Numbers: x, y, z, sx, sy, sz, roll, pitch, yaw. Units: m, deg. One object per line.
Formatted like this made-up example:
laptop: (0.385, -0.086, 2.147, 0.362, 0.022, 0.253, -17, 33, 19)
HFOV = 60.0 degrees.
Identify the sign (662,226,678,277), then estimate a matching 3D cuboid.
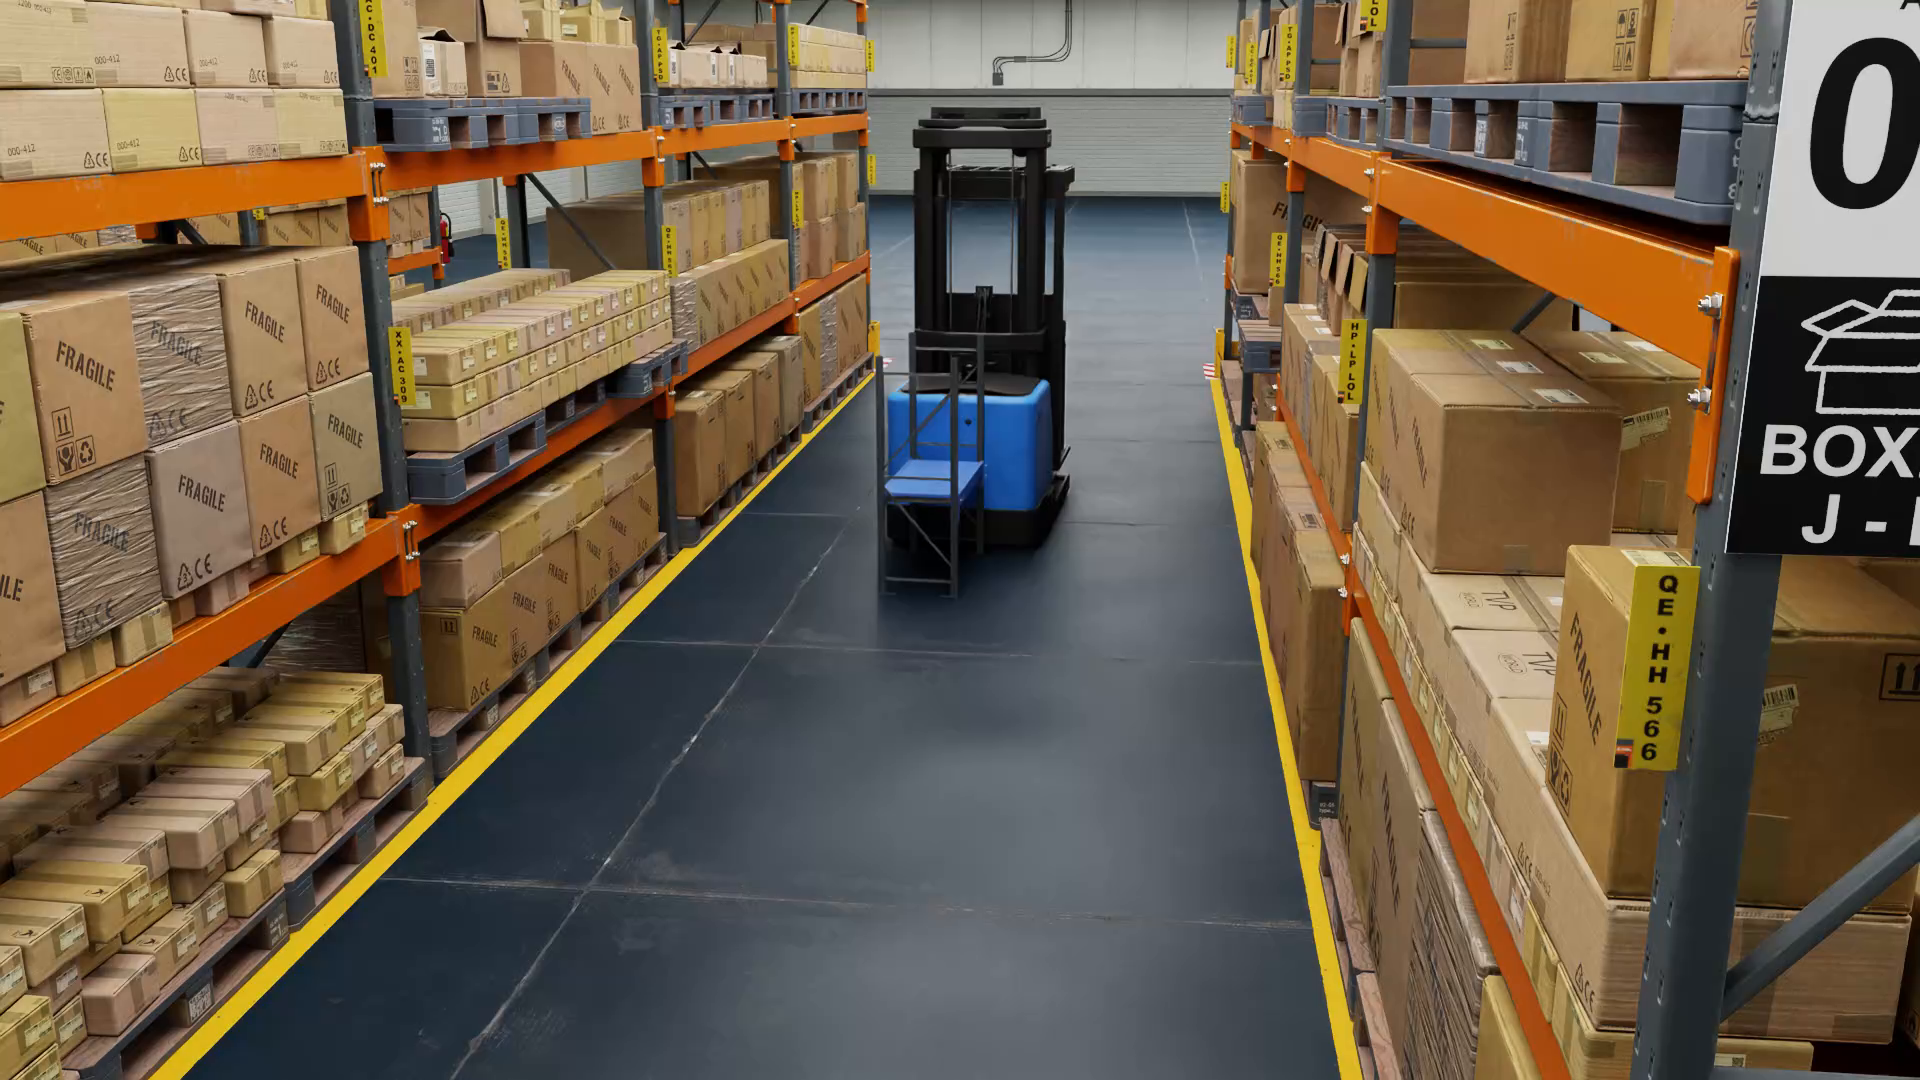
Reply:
sign: (-1.879, -1.865, 10.748, 0.100, 0.325, 0.005, 2, 15, 6)

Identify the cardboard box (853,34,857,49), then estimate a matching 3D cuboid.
cardboard box: (-1.275, -5.167, 17.236, 0.380, 0.149, 0.250, 2, 15, 7)

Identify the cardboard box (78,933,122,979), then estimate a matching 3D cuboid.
cardboard box: (-2.919, 1.276, 5.283, 0.380, 0.149, 0.250, 2, 15, 9)

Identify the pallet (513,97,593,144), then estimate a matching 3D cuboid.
pallet: (-2.581, -2.104, 8.311, 1.213, 0.211, 1.003, 2, 15, 6)

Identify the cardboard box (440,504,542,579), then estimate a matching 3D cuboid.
cardboard box: (-2.467, -0.001, 8.467, 0.500, 0.250, 0.500, 2, 15, 8)

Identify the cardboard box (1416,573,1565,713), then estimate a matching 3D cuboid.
cardboard box: (1.556, 0.285, 4.577, 0.500, 0.250, 0.500, 2, 15, 6)

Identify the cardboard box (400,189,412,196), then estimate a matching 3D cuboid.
cardboard box: (-6.351, -3.957, 17.874, 0.700, 0.500, 0.500, 2, 15, 7)

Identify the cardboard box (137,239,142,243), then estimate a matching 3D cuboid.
cardboard box: (-6.840, -2.521, 13.673, 0.500, 0.500, 0.500, 2, 15, 8)

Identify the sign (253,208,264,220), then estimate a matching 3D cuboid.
sign: (-6.345, -3.059, 15.009, 0.100, 0.325, 0.005, 2, 15, 6)

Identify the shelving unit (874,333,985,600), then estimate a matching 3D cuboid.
shelving unit: (-0.179, -0.497, 10.628, 0.538, 1.500, 1.048, 3, 15, 9)

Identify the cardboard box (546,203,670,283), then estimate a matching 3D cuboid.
cardboard box: (-2.358, -2.005, 11.225, 0.700, 0.500, 0.500, 2, 15, 6)

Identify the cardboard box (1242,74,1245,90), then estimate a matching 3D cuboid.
cardboard box: (2.975, -4.499, 16.332, 0.380, 0.149, 0.250, 2, 15, 6)

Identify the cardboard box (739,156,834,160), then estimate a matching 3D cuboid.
cardboard box: (-1.765, -3.645, 17.040, 0.875, 0.550, 0.550, 2, 15, 6)

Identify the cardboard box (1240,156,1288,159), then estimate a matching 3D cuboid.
cardboard box: (2.839, -3.282, 15.377, 0.500, 0.500, 0.500, 2, 15, 6)

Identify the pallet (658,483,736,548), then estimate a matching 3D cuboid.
pallet: (-2.255, -0.214, 12.051, 1.003, 0.211, 1.213, 2, 15, 6)

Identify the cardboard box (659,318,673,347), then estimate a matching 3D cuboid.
cardboard box: (-2.018, -1.298, 10.393, 0.380, 0.149, 0.250, 2, 15, 7)

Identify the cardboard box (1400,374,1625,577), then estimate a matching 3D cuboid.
cardboard box: (1.621, -0.202, 4.945, 0.500, 0.500, 0.500, 1, 15, 4)

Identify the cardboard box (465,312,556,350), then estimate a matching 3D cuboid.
cardboard box: (-2.253, -1.048, 8.329, 0.380, 0.149, 0.250, 2, 15, 6)

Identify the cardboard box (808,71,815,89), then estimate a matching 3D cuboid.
cardboard box: (-1.532, -4.190, 15.149, 0.380, 0.149, 0.250, 2, 15, 6)

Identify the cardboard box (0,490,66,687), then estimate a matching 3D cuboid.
cardboard box: (-2.893, 0.150, 4.599, 0.500, 0.500, 0.500, 2, 15, 7)

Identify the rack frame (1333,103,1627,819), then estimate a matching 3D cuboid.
rack frame: (2.047, -0.149, 6.465, 1.000, 3.000, 0.127, 2, 15, 6)

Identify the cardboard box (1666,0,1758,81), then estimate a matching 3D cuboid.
cardboard box: (1.601, -0.995, 2.660, 0.700, 0.500, 0.500, 1, 15, 3)

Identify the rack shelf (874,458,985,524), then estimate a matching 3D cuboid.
rack shelf: (-0.179, -0.324, 10.675, 0.538, 0.185, 1.000, 3, 15, 9)

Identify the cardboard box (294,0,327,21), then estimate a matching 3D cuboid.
cardboard box: (-2.633, -2.041, 6.283, 0.380, 0.149, 0.250, 1, 15, 4)

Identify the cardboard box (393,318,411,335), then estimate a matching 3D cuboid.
cardboard box: (-2.929, -1.004, 8.166, 0.380, 0.149, 0.250, 2, 15, 6)

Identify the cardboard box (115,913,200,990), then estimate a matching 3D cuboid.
cardboard box: (-2.783, 1.362, 5.536, 0.380, 0.149, 0.250, 2, 15, 6)

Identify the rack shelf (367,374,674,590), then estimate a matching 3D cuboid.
rack shelf: (-2.644, -0.492, 9.114, 1.077, 0.370, 4.000, 2, 15, 6)

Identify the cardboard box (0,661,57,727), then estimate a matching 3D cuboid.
cardboard box: (-2.884, 0.424, 4.829, 0.380, 0.149, 0.250, 1, 15, 5)

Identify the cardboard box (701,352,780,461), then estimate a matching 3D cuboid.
cardboard box: (-2.061, -1.099, 13.484, 1.050, 0.750, 0.750, 2, 15, 6)

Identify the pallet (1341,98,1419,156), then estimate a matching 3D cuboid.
pallet: (2.101, -1.743, 6.983, 0.805, 0.209, 1.217, 1, 15, 4)

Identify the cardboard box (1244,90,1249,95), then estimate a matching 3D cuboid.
cardboard box: (2.863, -3.992, 15.221, 0.500, 0.250, 0.500, 2, 15, 6)

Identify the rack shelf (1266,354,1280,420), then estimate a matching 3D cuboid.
rack shelf: (2.724, -1.357, 12.314, 1.077, 0.370, 4.000, 2, 15, 6)

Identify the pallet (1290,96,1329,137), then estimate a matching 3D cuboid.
pallet: (2.478, -2.374, 9.311, 1.213, 0.211, 1.003, 2, 15, 9)

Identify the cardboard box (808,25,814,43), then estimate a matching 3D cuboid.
cardboard box: (-1.532, -4.575, 15.044, 0.380, 0.149, 0.250, 2, 15, 6)

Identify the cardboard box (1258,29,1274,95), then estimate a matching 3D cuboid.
cardboard box: (2.798, -3.805, 13.238, 0.797, 0.503, 0.637, 1, 15, 3)

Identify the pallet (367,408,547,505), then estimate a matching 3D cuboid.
pallet: (-2.639, -0.422, 7.844, 1.003, 0.211, 1.213, 2, 15, 6)

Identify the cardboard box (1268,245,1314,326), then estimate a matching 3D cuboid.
cardboard box: (2.483, -1.726, 11.302, 0.700, 0.500, 0.500, 4, 16, 15)

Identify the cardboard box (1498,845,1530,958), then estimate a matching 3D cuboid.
cardboard box: (1.366, 0.775, 3.530, 0.380, 0.149, 0.250, 2, 15, 6)

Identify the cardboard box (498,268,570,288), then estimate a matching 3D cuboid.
cardboard box: (-2.664, -1.612, 10.413, 0.380, 0.149, 0.250, 2, 15, 6)

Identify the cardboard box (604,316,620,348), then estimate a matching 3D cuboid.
cardboard box: (-2.137, -1.175, 9.367, 0.380, 0.149, 0.250, 2, 15, 6)

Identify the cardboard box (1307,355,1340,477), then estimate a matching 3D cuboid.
cardboard box: (1.943, -0.590, 7.906, 0.500, 0.500, 0.500, 2, 15, 6)

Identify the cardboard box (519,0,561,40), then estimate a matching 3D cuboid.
cardboard box: (-2.331, -2.777, 8.782, 0.396, 0.266, 0.258, 2, 15, 6)

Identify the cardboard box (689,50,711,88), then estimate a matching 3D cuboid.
cardboard box: (-2.062, -3.296, 11.650, 0.500, 0.250, 0.500, 2, 15, 8)

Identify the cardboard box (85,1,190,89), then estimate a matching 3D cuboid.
cardboard box: (-2.794, -1.541, 5.196, 0.500, 0.250, 0.500, 2, 15, 9)

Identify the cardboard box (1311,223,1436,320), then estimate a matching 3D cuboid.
cardboard box: (2.399, -1.529, 9.458, 0.797, 0.503, 0.637, 2, 15, 8)

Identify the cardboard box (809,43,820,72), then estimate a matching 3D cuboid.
cardboard box: (-1.579, -4.415, 15.219, 0.500, 0.250, 0.500, 2, 15, 6)

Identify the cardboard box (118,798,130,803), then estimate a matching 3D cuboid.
cardboard box: (-3.193, 0.996, 6.319, 0.380, 0.149, 0.250, 1, 15, 3)

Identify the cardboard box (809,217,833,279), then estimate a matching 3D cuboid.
cardboard box: (-1.720, -2.844, 16.146, 0.875, 0.550, 0.550, 2, 15, 6)

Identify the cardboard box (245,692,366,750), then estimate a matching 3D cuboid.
cardboard box: (-2.641, 0.733, 6.723, 0.380, 0.149, 0.250, 2, 15, 7)

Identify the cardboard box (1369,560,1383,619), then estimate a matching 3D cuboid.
cardboard box: (1.624, 0.176, 5.745, 0.380, 0.149, 0.250, 2, 15, 8)

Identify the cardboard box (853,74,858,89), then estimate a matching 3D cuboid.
cardboard box: (-1.274, -4.783, 17.342, 0.380, 0.149, 0.250, 2, 15, 7)

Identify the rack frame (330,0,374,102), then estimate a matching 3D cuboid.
rack frame: (-2.870, -3.217, 6.319, 1.000, 3.000, 0.127, 2, 15, 6)

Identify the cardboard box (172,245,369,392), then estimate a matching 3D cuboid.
cardboard box: (-2.654, -0.865, 6.439, 0.500, 0.500, 0.500, 1, 15, 4)

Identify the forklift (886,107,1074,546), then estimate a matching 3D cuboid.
forklift: (0.247, -1.713, 12.382, 1.130, 2.935, 3.031, 3, 15, 9)

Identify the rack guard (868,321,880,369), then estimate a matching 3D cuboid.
rack guard: (-1.513, -2.233, 18.961, 1.175, 0.500, 0.348, 2, 15, 6)

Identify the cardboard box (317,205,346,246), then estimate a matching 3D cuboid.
cardboard box: (-6.468, -3.074, 16.522, 0.500, 0.500, 0.500, 2, 15, 6)

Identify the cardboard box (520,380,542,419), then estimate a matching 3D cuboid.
cardboard box: (-2.282, -0.693, 8.154, 0.380, 0.149, 0.250, 2, 15, 7)
